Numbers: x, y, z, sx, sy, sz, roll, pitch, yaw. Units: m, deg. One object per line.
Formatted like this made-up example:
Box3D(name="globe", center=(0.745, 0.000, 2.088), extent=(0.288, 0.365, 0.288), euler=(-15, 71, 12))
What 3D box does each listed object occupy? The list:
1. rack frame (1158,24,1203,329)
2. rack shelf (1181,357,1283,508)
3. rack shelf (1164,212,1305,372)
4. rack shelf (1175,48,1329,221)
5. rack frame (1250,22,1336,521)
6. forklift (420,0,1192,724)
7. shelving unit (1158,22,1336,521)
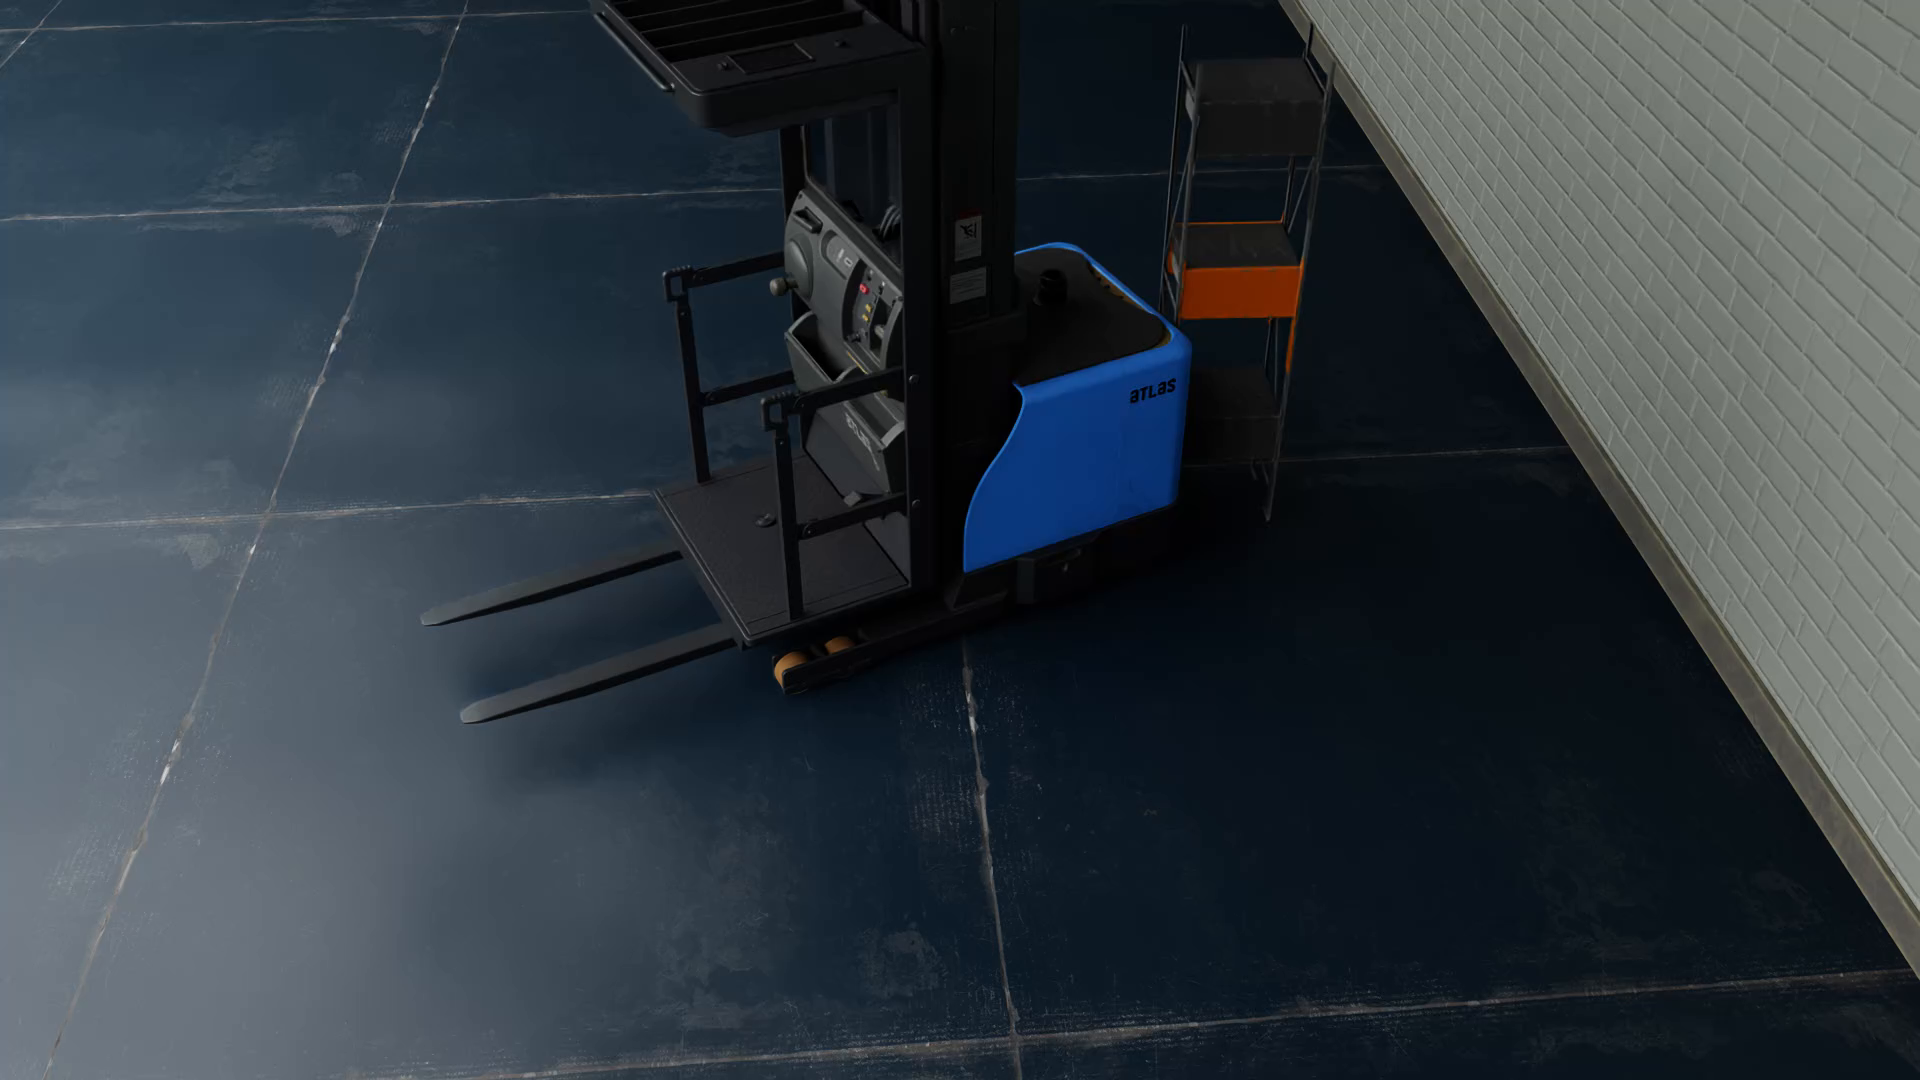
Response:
Box3D(name="rack frame", center=(0.867, -1.021, 6.847), extent=(0.015, 2.100, 0.400), euler=(-2, 38, -2))
Box3D(name="rack shelf", center=(1.111, -0.466, 7.296), extent=(0.480, 0.518, 0.431), euler=(-2, 38, -2))
Box3D(name="rack shelf", center=(1.111, -1.017, 6.865), extent=(0.480, 0.518, 0.431), euler=(-2, 38, -2))
Box3D(name="rack shelf", center=(1.110, -1.569, 6.433), extent=(0.480, 0.518, 0.431), euler=(-2, 38, -2))
Box3D(name="rack frame", center=(1.354, -1.035, 6.865), extent=(0.015, 2.100, 0.400), euler=(-2, 38, -2))
Box3D(name="forklift", center=(-0.618, -0.926, 6.057), extent=(3.031, 2.935, 1.130), euler=(-18, 42, -21))
Box3D(name="shelving unit", center=(1.111, -1.028, 6.856), extent=(0.503, 2.100, 0.431), euler=(-2, 38, -2))
